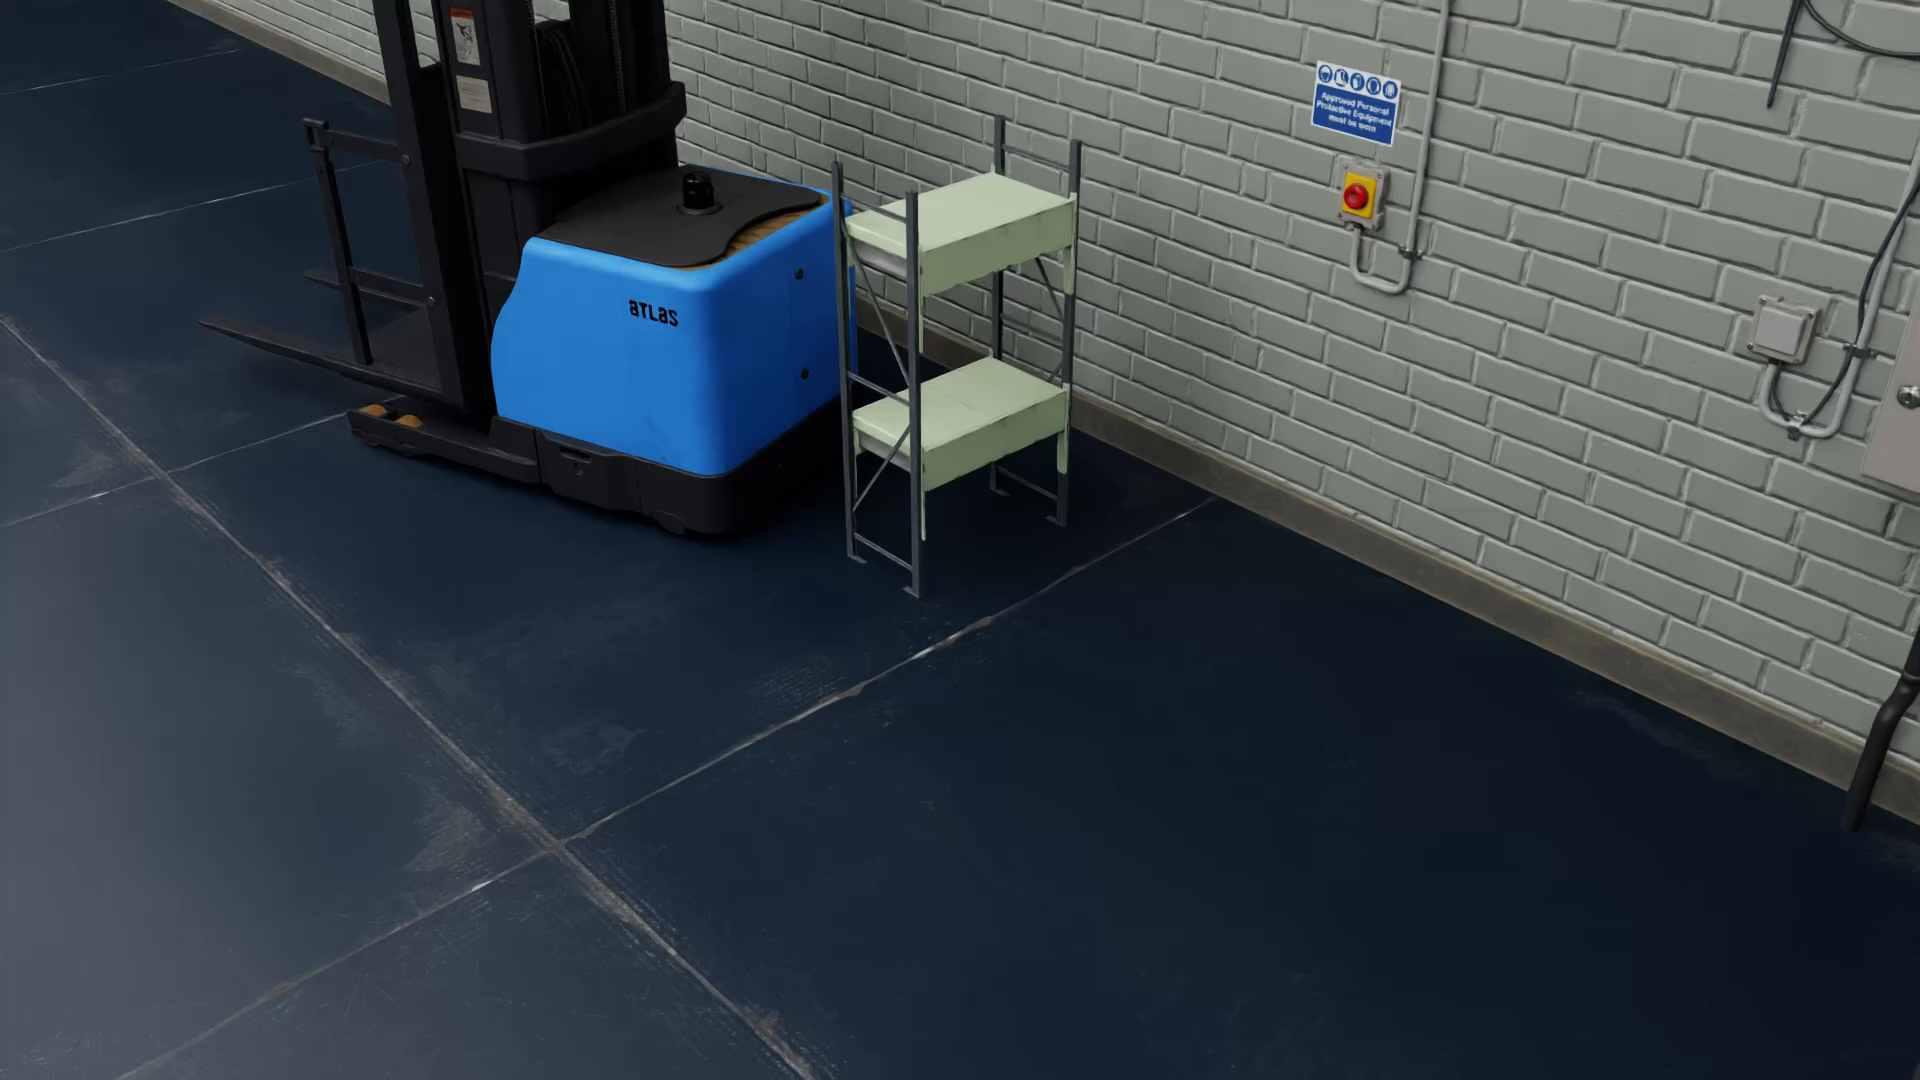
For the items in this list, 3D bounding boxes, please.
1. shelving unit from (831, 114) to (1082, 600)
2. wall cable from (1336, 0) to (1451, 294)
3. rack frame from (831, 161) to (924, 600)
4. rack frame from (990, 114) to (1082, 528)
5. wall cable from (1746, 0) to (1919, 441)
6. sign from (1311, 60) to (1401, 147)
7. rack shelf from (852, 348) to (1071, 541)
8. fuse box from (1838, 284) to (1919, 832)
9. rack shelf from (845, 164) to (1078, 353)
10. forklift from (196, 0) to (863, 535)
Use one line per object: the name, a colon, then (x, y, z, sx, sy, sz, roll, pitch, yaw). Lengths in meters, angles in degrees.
shelving unit: (-0.005, -0.637, 5.855, 0.755, 1.500, 0.431, -26, 40, -35)
wall cable: (1.284, -1.725, 5.191, 0.123, 1.953, 0.585, -26, 40, -35)
rack frame: (-0.273, -0.508, 5.643, 0.023, 1.500, 0.400, -26, 40, -35)
rack frame: (0.264, -0.767, 6.067, 0.023, 1.500, 0.400, -26, 40, -35)
wall cable: (2.256, -1.173, 4.319, 0.122, 1.984, 0.588, -26, 40, -35)
sign: (1.296, -1.433, 5.460, 0.001, 0.218, 0.327, -26, 40, -35)
rack shelf: (-0.005, -0.359, 6.025, 0.720, 0.370, 0.431, -26, 40, -35)
fuse box: (2.605, 0.127, 4.402, 0.414, 1.711, 0.539, -26, 40, -35)
rack shelf: (-0.005, -0.970, 5.651, 0.720, 0.370, 0.431, -26, 40, -35)
forklift: (-1.935, -1.815, 6.408, 3.031, 2.935, 1.130, 16, 35, 25)
